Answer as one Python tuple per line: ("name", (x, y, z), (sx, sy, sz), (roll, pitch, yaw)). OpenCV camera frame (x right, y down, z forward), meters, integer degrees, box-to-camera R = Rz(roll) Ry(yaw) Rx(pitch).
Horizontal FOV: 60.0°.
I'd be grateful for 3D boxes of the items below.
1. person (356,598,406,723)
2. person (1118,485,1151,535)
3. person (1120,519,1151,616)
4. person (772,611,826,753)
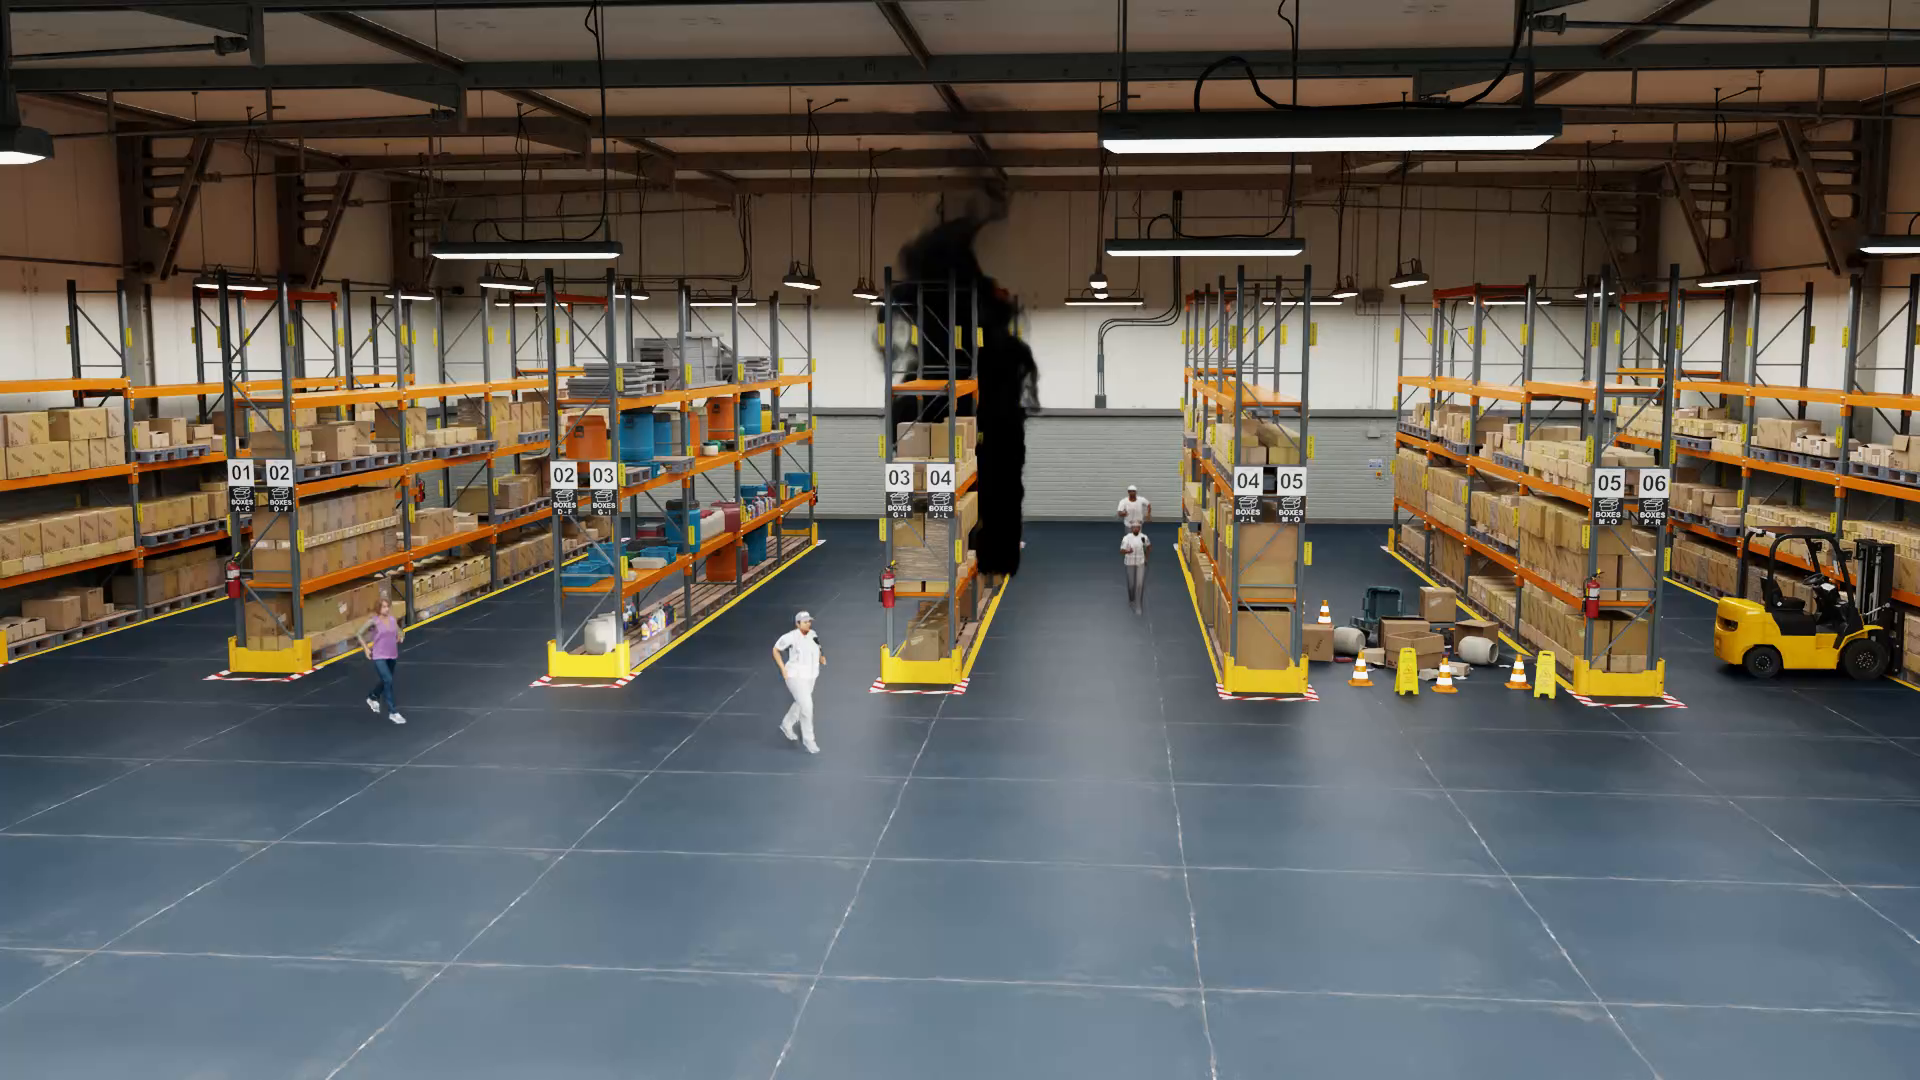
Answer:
("person", (-7.535, 1.553, 21.738), (0.871, 1.596, 0.539), (5, 8, 34))
("person", (3.832, -0.315, 36.629), (0.711, 1.798, 0.890), (1, 7, 9))
("person", (3.178, 0.469, 30.137), (0.570, 1.703, 0.856), (1, 7, 6))
("person", (-1.950, 1.713, 20.419), (0.814, 1.708, 0.597), (6, 9, 39))
